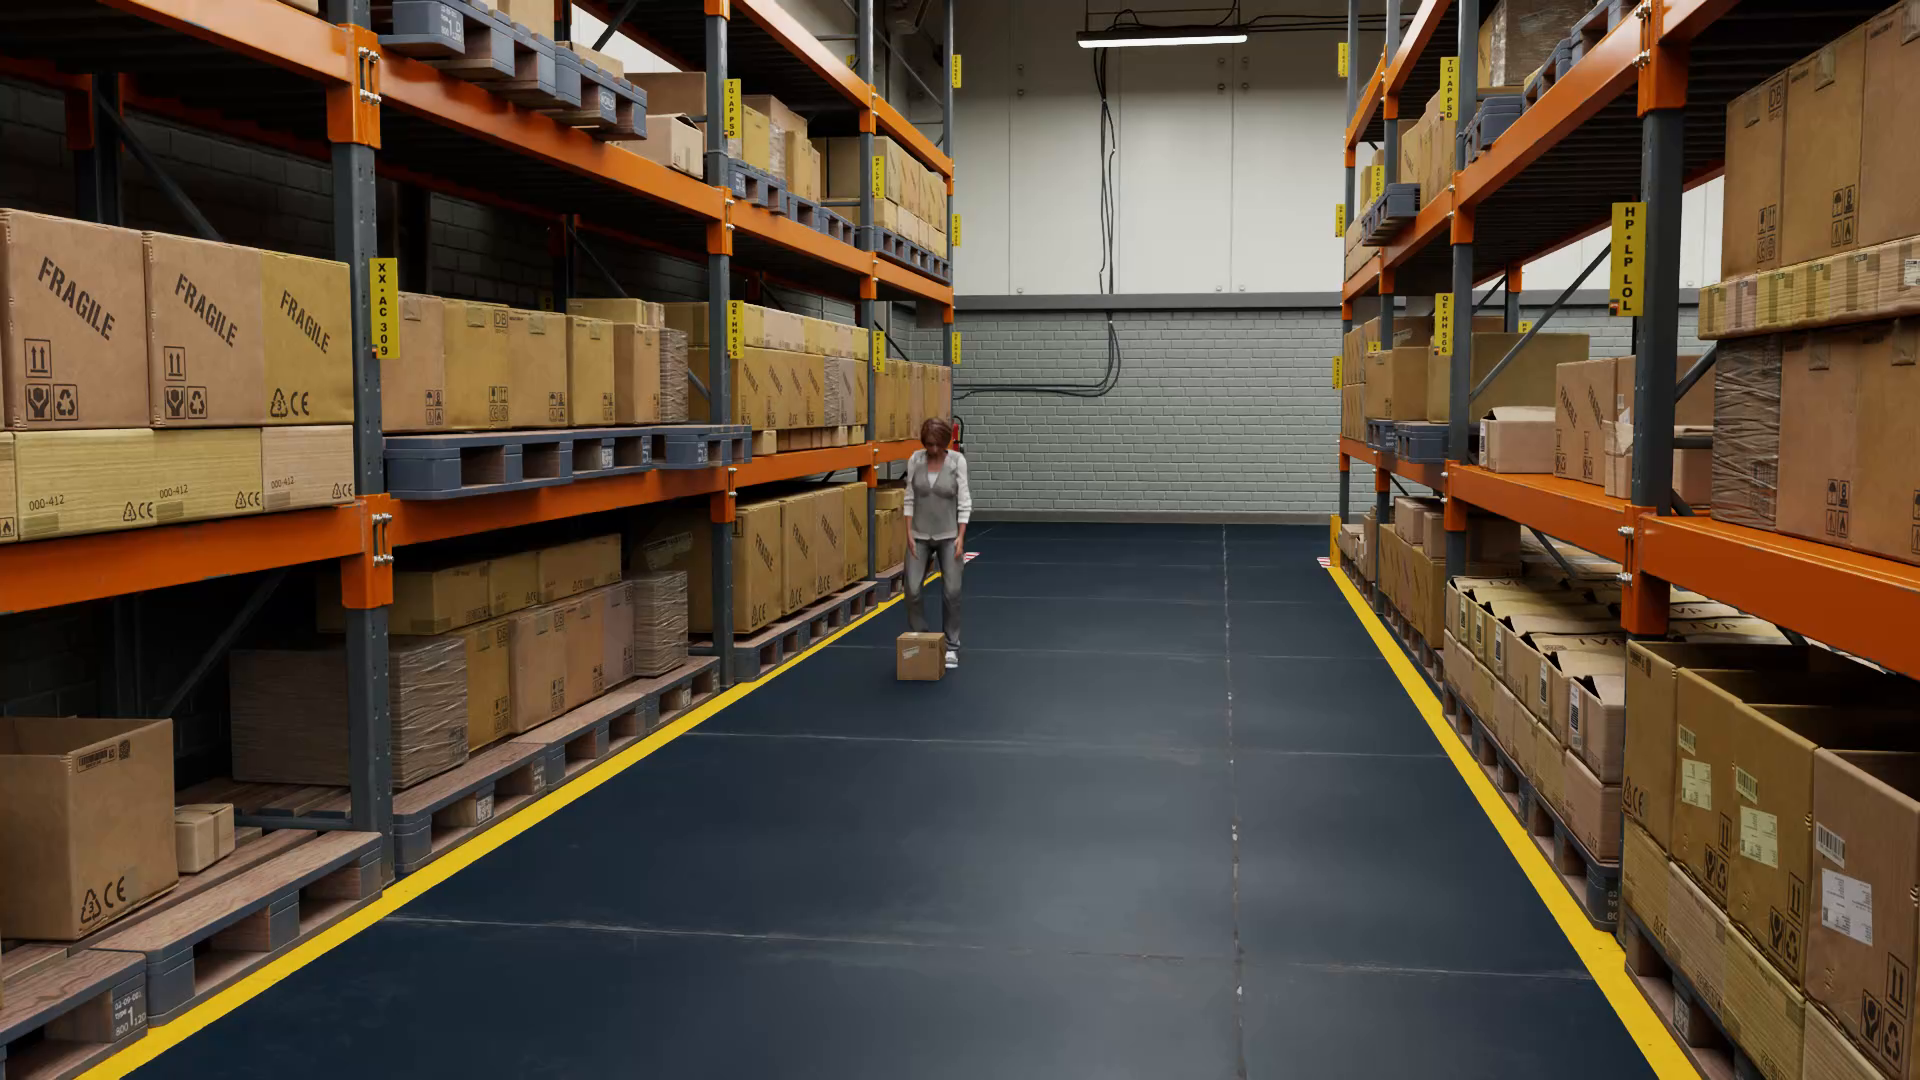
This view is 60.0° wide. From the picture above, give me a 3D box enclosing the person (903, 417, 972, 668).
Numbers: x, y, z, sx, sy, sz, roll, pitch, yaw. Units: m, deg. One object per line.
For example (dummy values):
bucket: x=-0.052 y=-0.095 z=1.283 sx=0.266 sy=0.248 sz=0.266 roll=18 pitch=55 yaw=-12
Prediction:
person: x=-0.137 y=0.023 z=10.295 sx=0.430 sy=1.533 sz=0.400 roll=1 pitch=5 yaw=10
